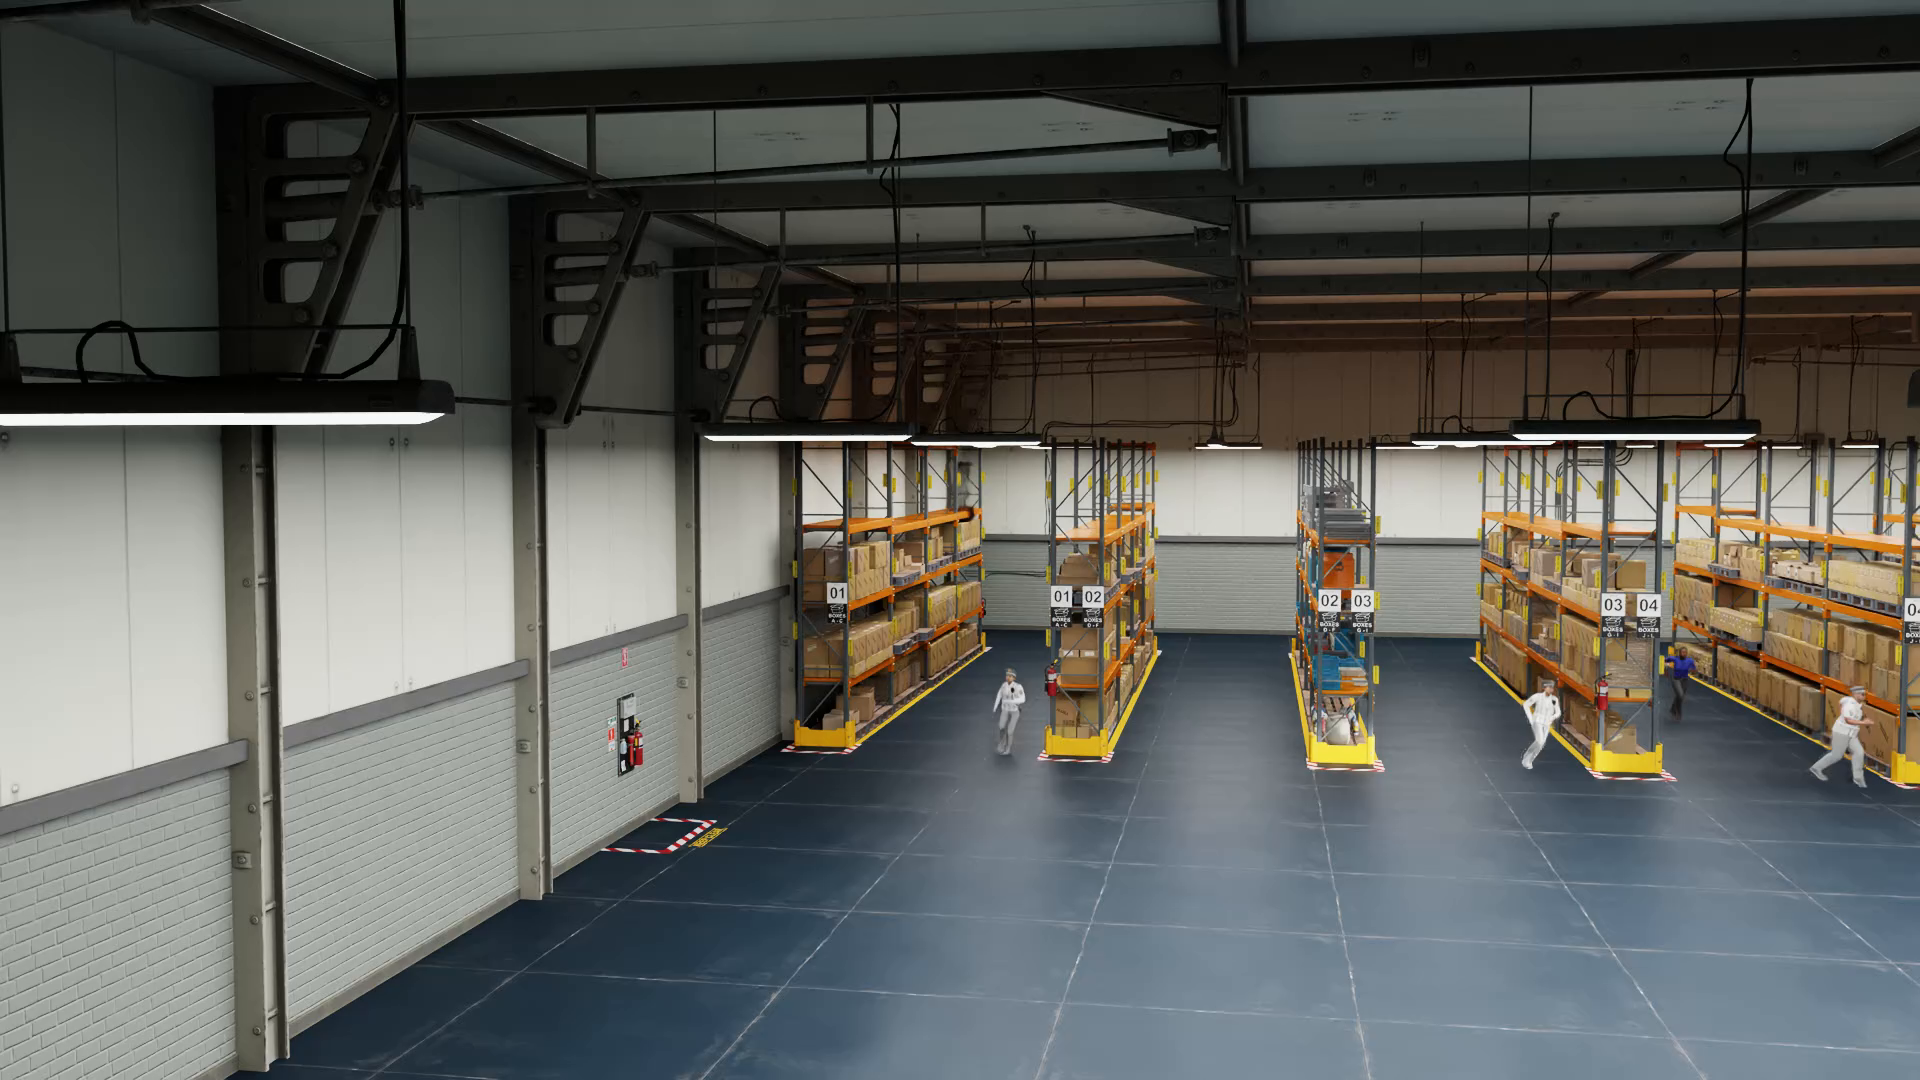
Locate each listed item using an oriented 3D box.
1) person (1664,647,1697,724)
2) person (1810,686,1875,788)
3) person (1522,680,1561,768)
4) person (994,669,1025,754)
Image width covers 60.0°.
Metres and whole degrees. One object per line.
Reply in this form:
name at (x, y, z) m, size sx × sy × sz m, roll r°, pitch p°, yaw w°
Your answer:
person at (15.247, 3.054, 35.241) m, size 0.569 × 1.637 × 0.883 m, roll 0°, pitch 3°, yaw 1°
person at (15.159, 3.371, 28.561) m, size 0.989 × 1.804 × 0.695 m, roll 2°, pitch 4°, yaw 39°
person at (10.503, 3.321, 30.013) m, size 0.673 × 1.615 × 0.558 m, roll 0°, pitch 3°, yaw -7°
person at (0.921, 3.238, 31.383) m, size 0.671 × 1.653 × 0.606 m, roll 1°, pitch 3°, yaw 16°
